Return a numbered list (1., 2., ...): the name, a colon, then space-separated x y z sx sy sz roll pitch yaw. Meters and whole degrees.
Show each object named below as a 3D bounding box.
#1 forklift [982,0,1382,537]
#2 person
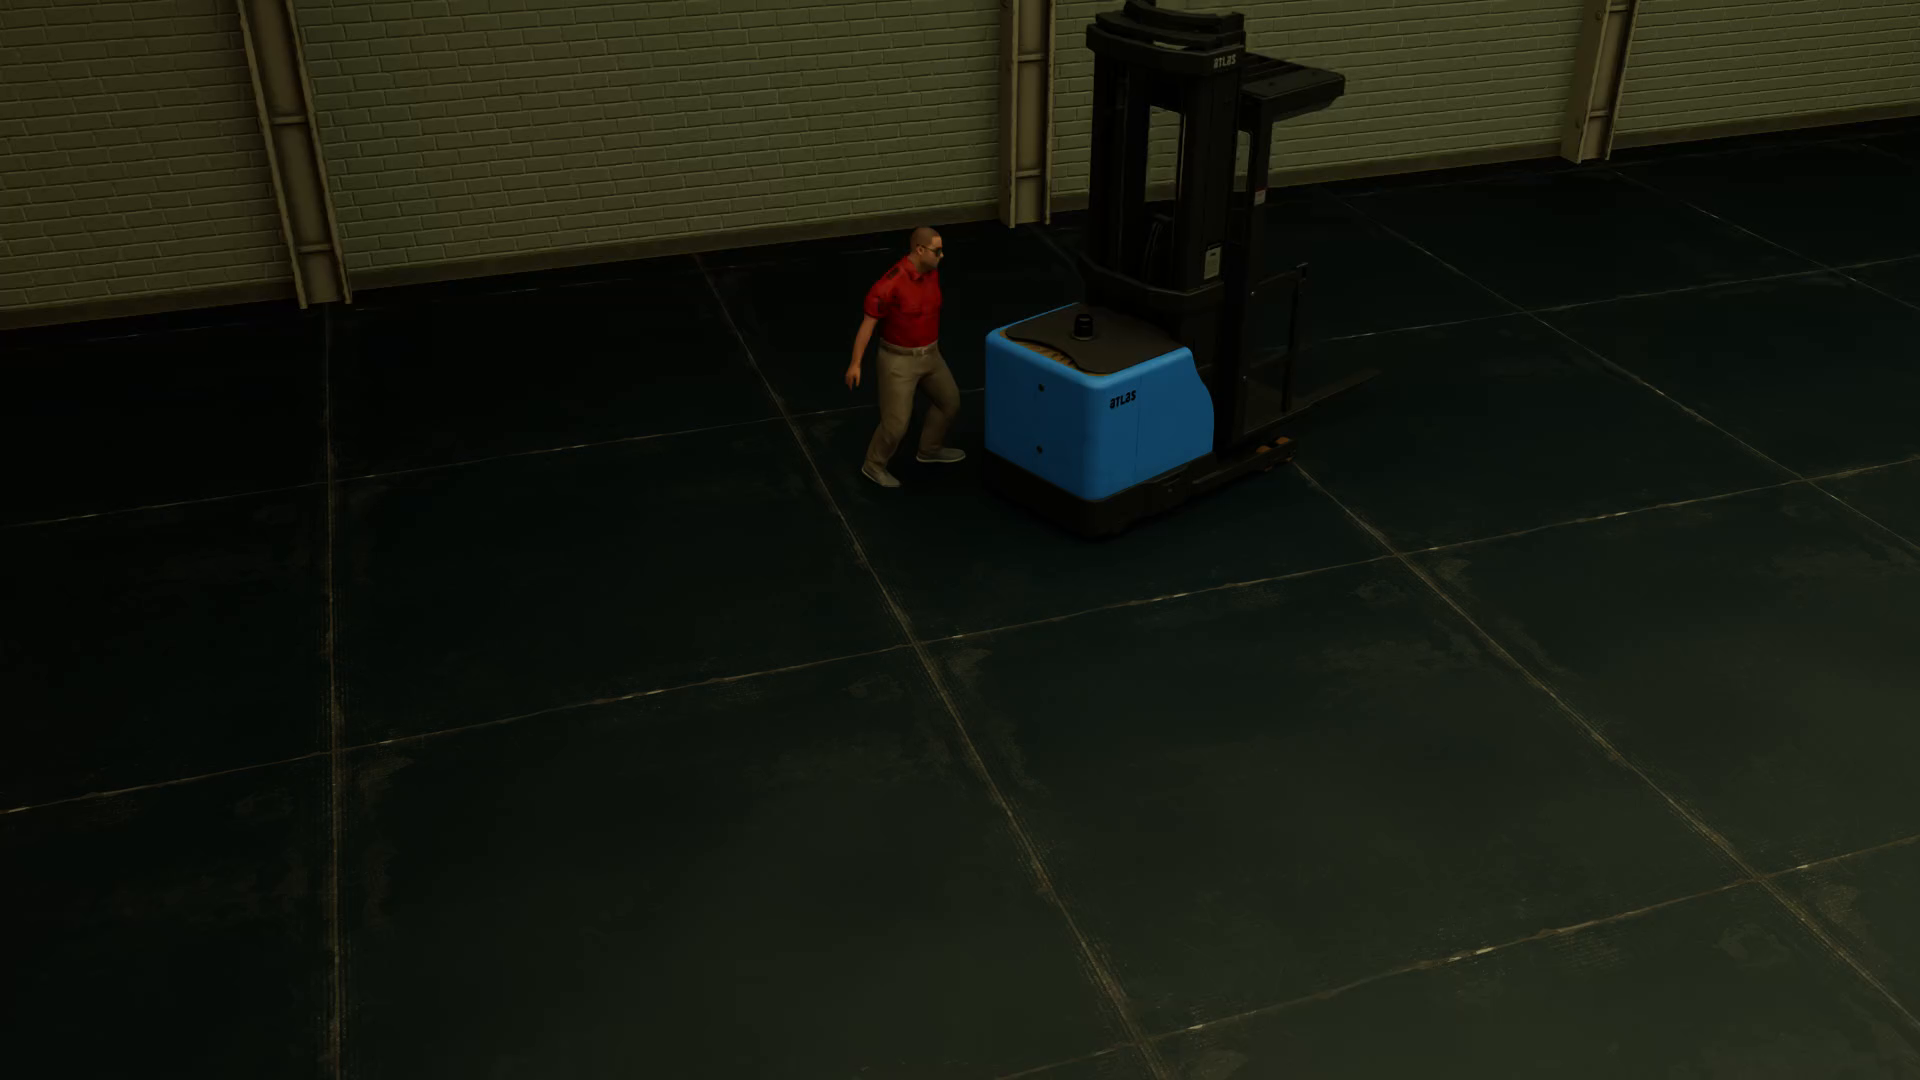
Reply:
1. forklift: 1.585 -1.894 10.378 3.031 2.935 1.130 -23 37 -34
2. person: -0.344 -1.123 10.351 0.456 1.713 0.896 26 39 37
